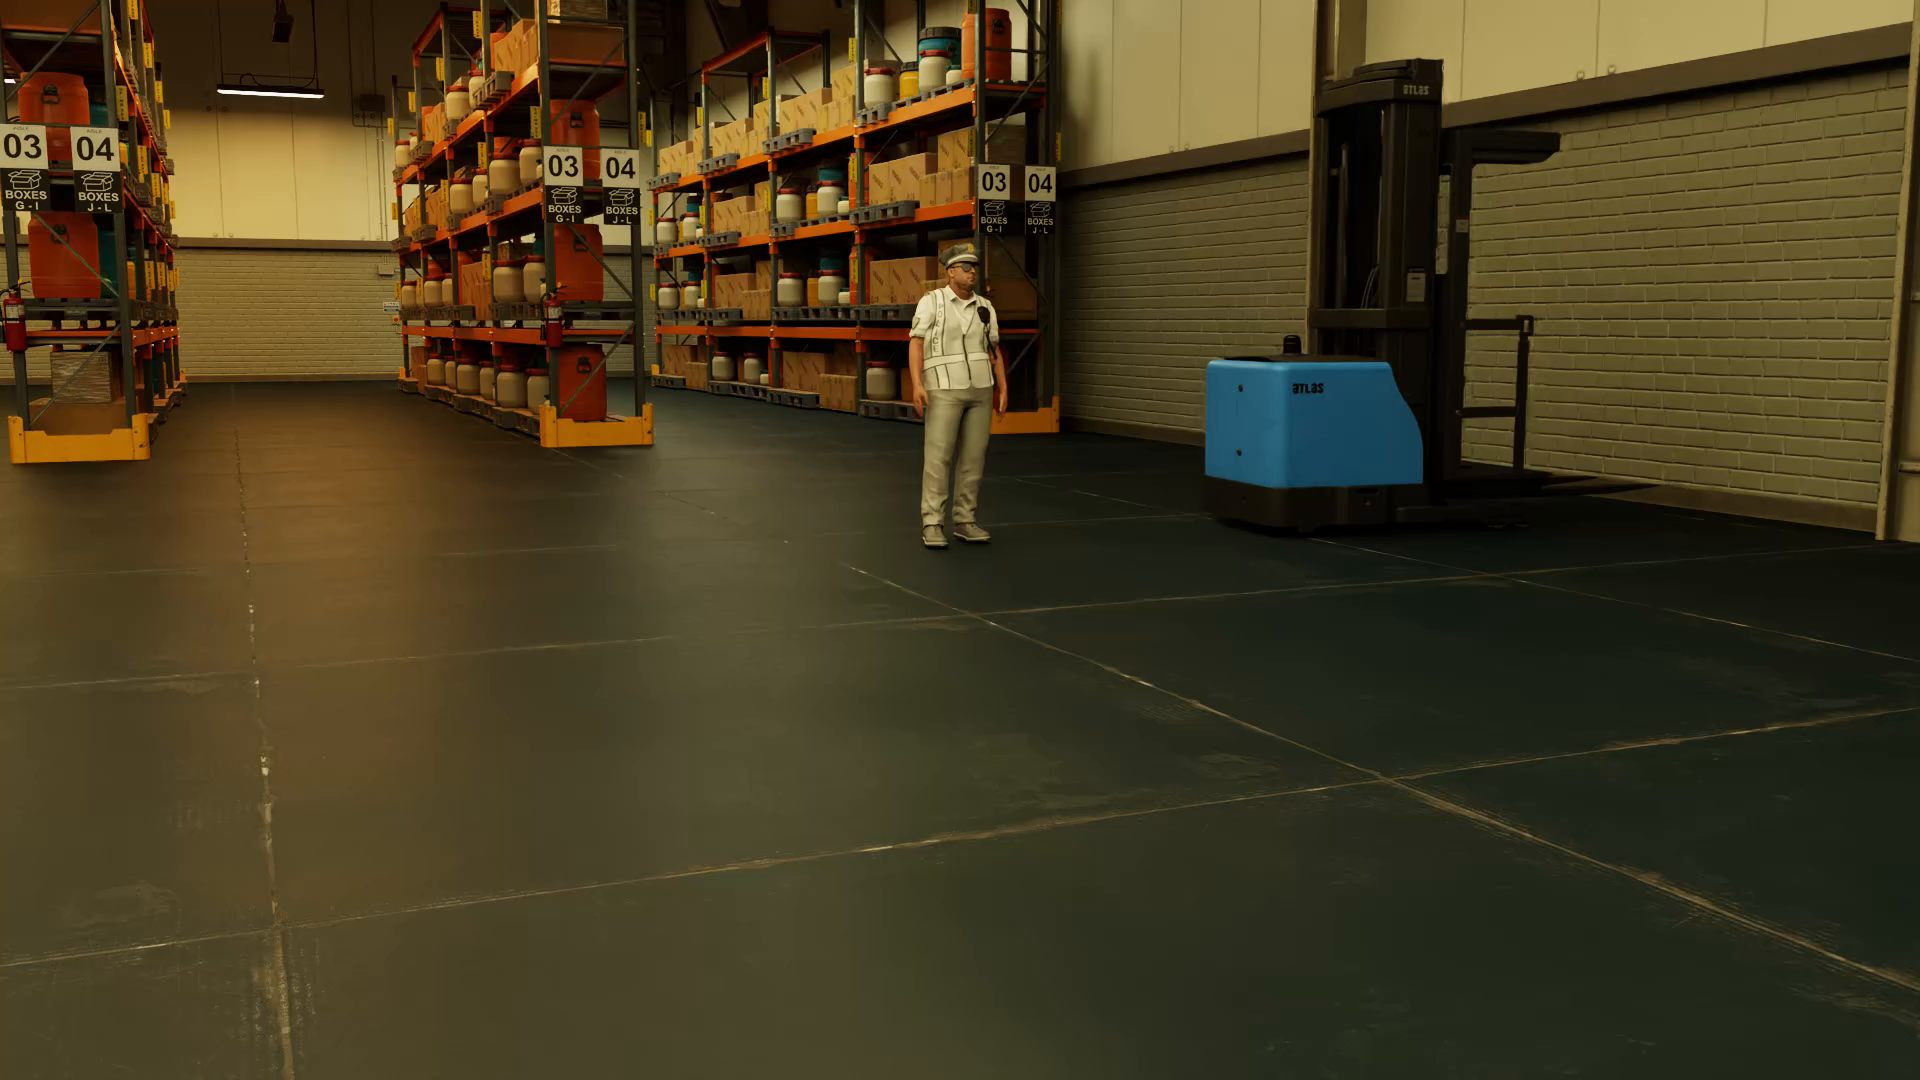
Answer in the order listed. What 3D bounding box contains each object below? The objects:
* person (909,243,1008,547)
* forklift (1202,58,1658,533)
[{"bbox_3d":[0.020,-0.881,9.961,0.640,1.781,0.575,-3,8,-23],"label":"person"},{"bbox_3d":[3.188,-1.582,10.943,3.031,2.935,1.130,-2,8,-18],"label":"forklift"}]
